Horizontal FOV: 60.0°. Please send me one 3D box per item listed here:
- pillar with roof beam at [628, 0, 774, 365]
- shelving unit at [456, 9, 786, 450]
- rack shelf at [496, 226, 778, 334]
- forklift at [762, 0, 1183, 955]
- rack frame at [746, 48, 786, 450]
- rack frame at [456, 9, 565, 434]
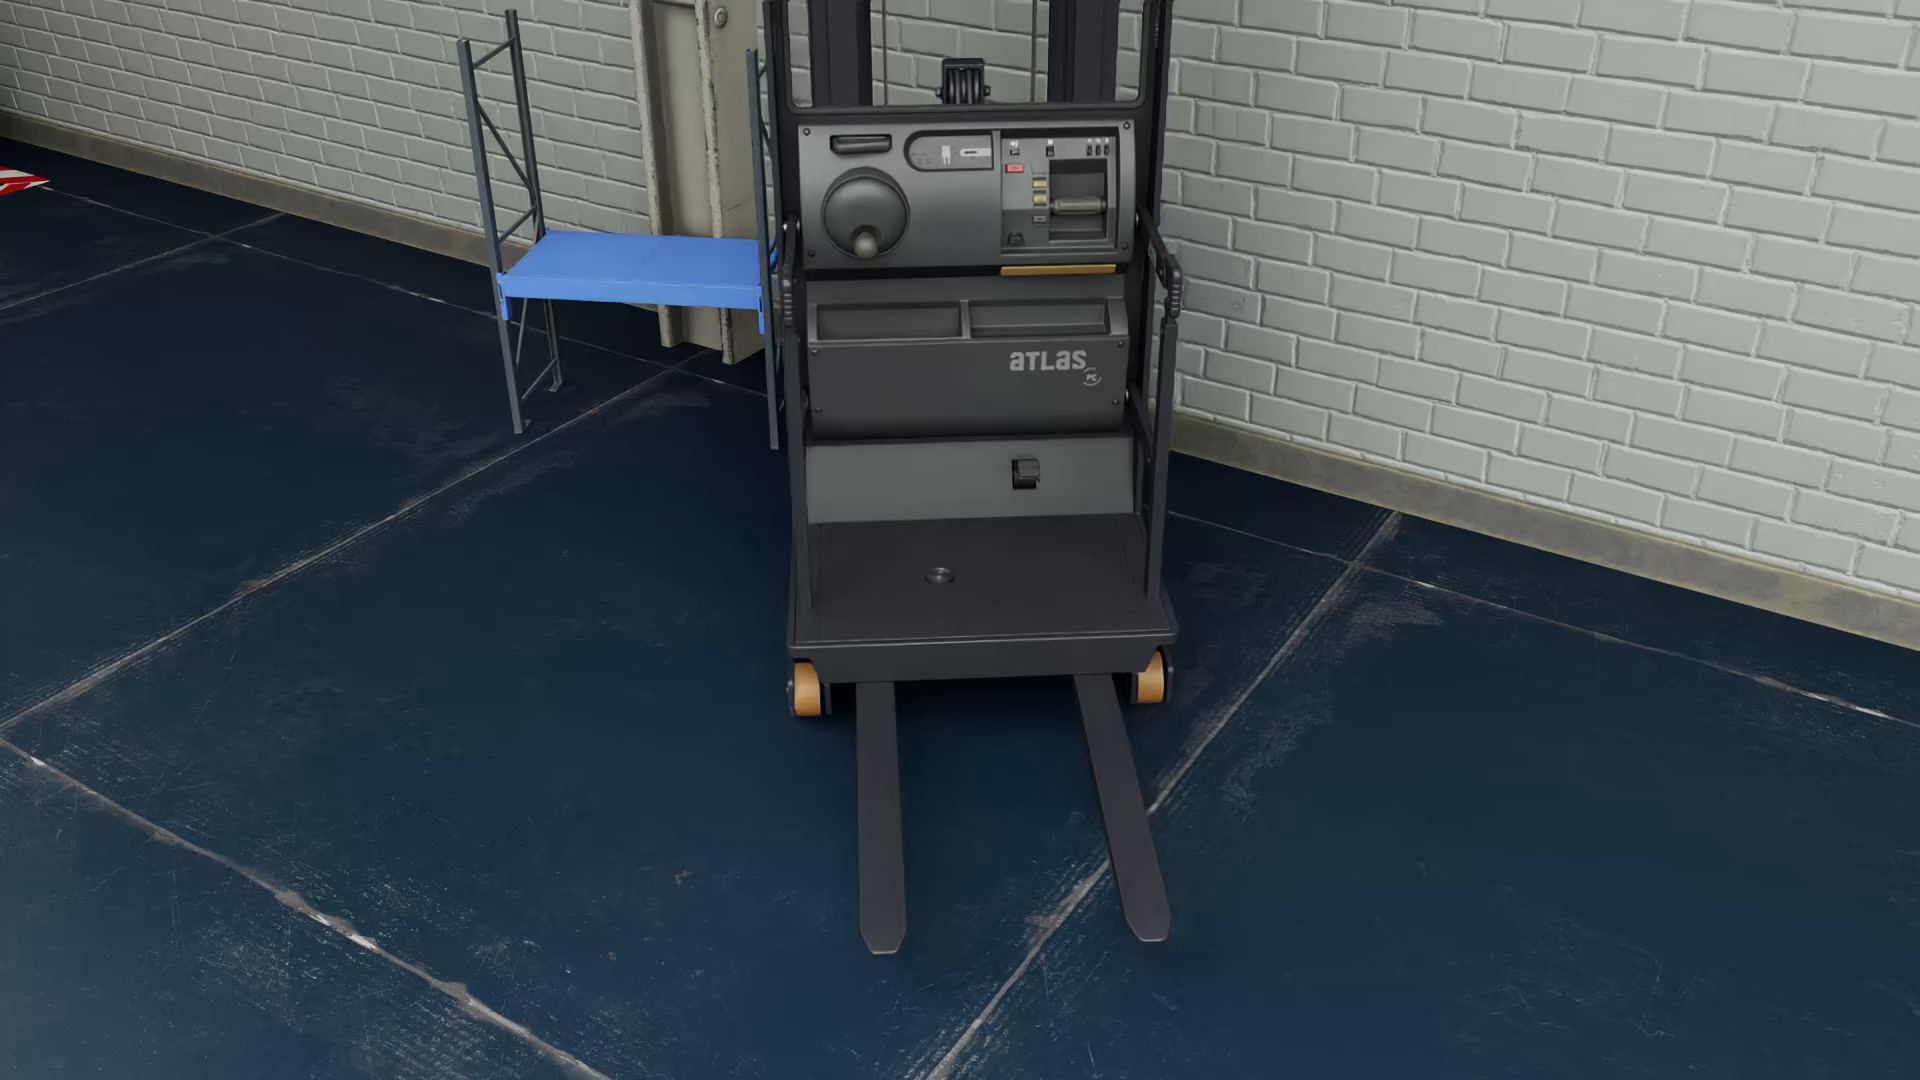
[{"bbox_3d":[-3.335,-2.907,1.803,0.400,9.000,9.100,18,35,27],"label":"pillar with roof beam"},{"bbox_3d":[-1.178,-1.151,6.235,1.048,1.500,0.538,4,30,7],"label":"shelving unit"},{"bbox_3d":[-1.178,-0.996,6.325,1.000,0.185,0.538,4,30,7],"label":"rack shelf"},{"bbox_3d":[0.038,-0.920,4.418,1.130,2.935,3.031,-2,30,-3],"label":"forklift"},{"bbox_3d":[-0.674,-1.117,6.177,0.032,1.500,0.500,4,30,7],"label":"rack frame"},{"bbox_3d":[-1.682,-1.185,6.292,0.032,1.500,0.500,4,30,7],"label":"rack frame"}]
